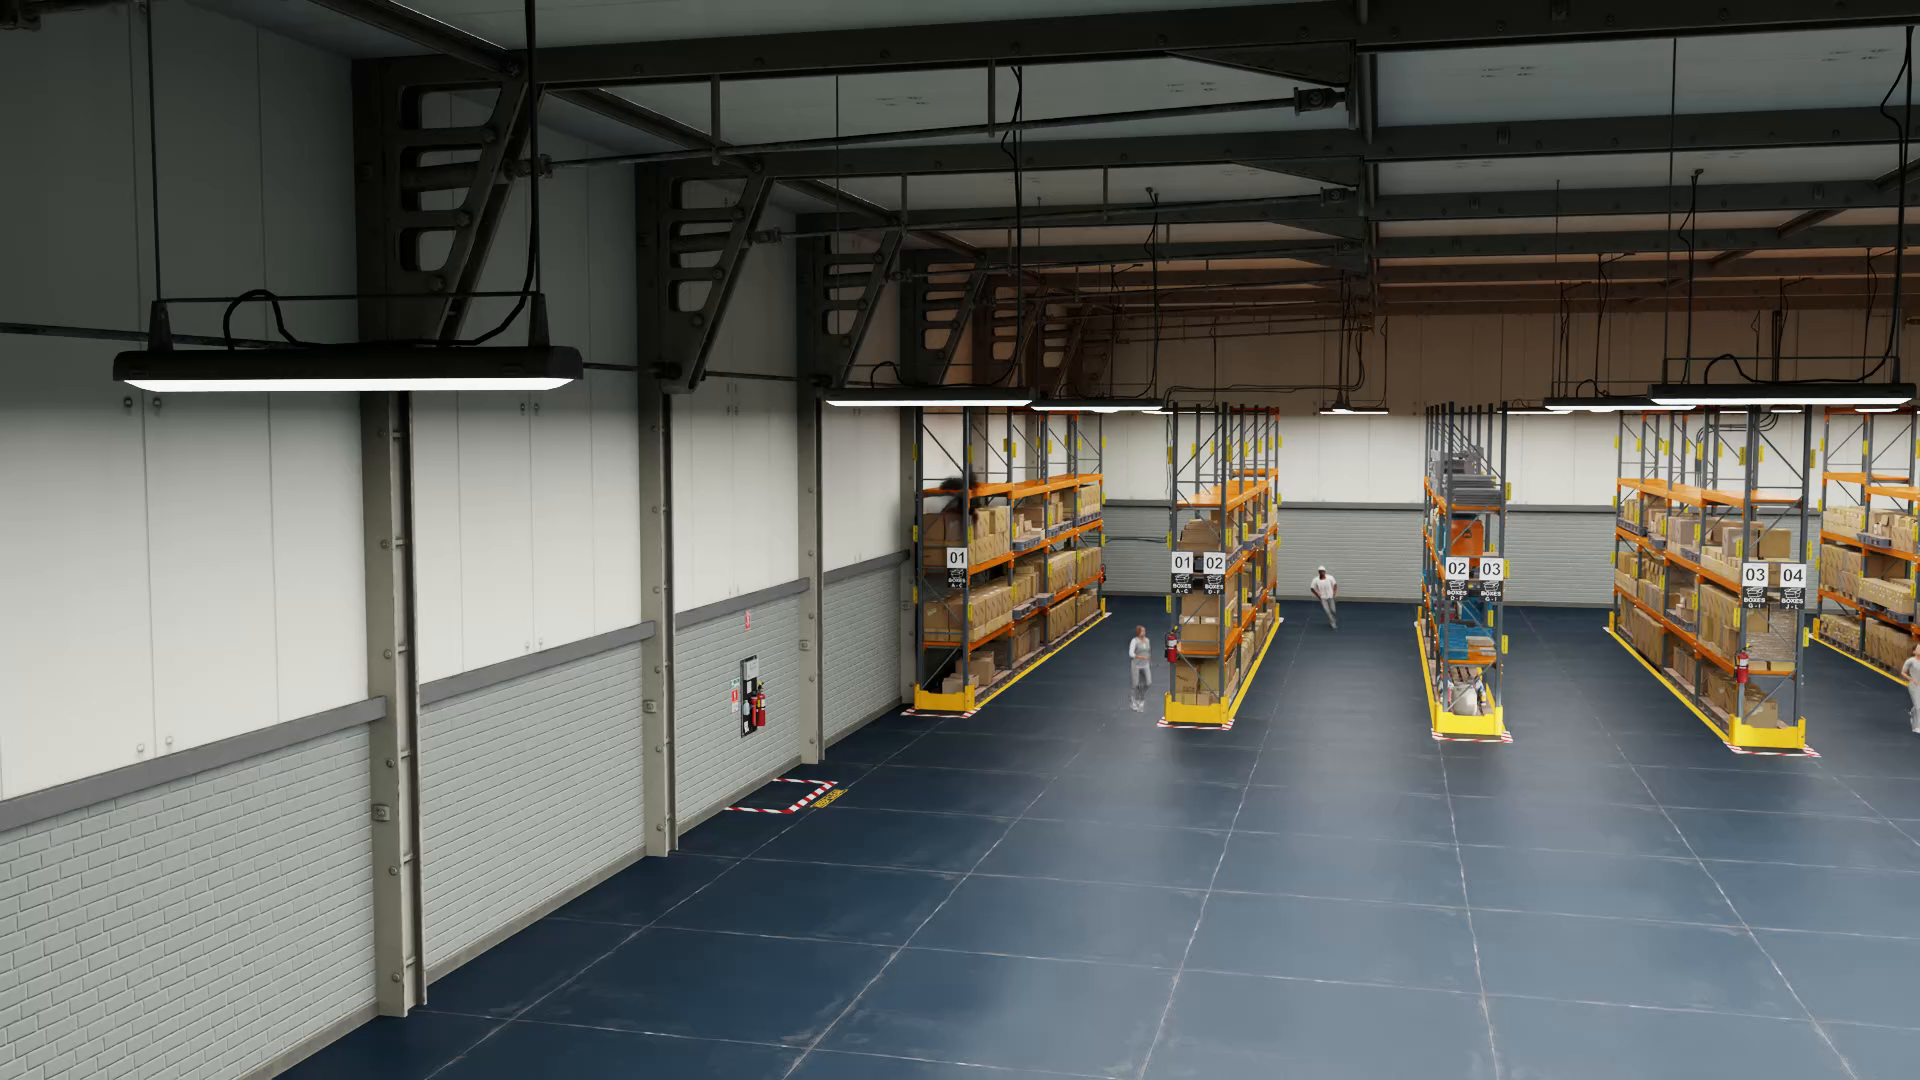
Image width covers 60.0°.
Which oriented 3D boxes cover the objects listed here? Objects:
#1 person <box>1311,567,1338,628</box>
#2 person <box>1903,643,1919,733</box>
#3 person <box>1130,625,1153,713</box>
[{"bbox_3d":[9.917,1.550,45.193,0.745,1.679,0.595,0,4,6],"label":"person"},{"bbox_3d":[17.396,2.686,30.119,0.559,1.614,0.575,0,4,1],"label":"person"},{"bbox_3d":[3.387,2.388,30.790,0.550,1.622,0.640,-2,5,-22],"label":"person"}]
